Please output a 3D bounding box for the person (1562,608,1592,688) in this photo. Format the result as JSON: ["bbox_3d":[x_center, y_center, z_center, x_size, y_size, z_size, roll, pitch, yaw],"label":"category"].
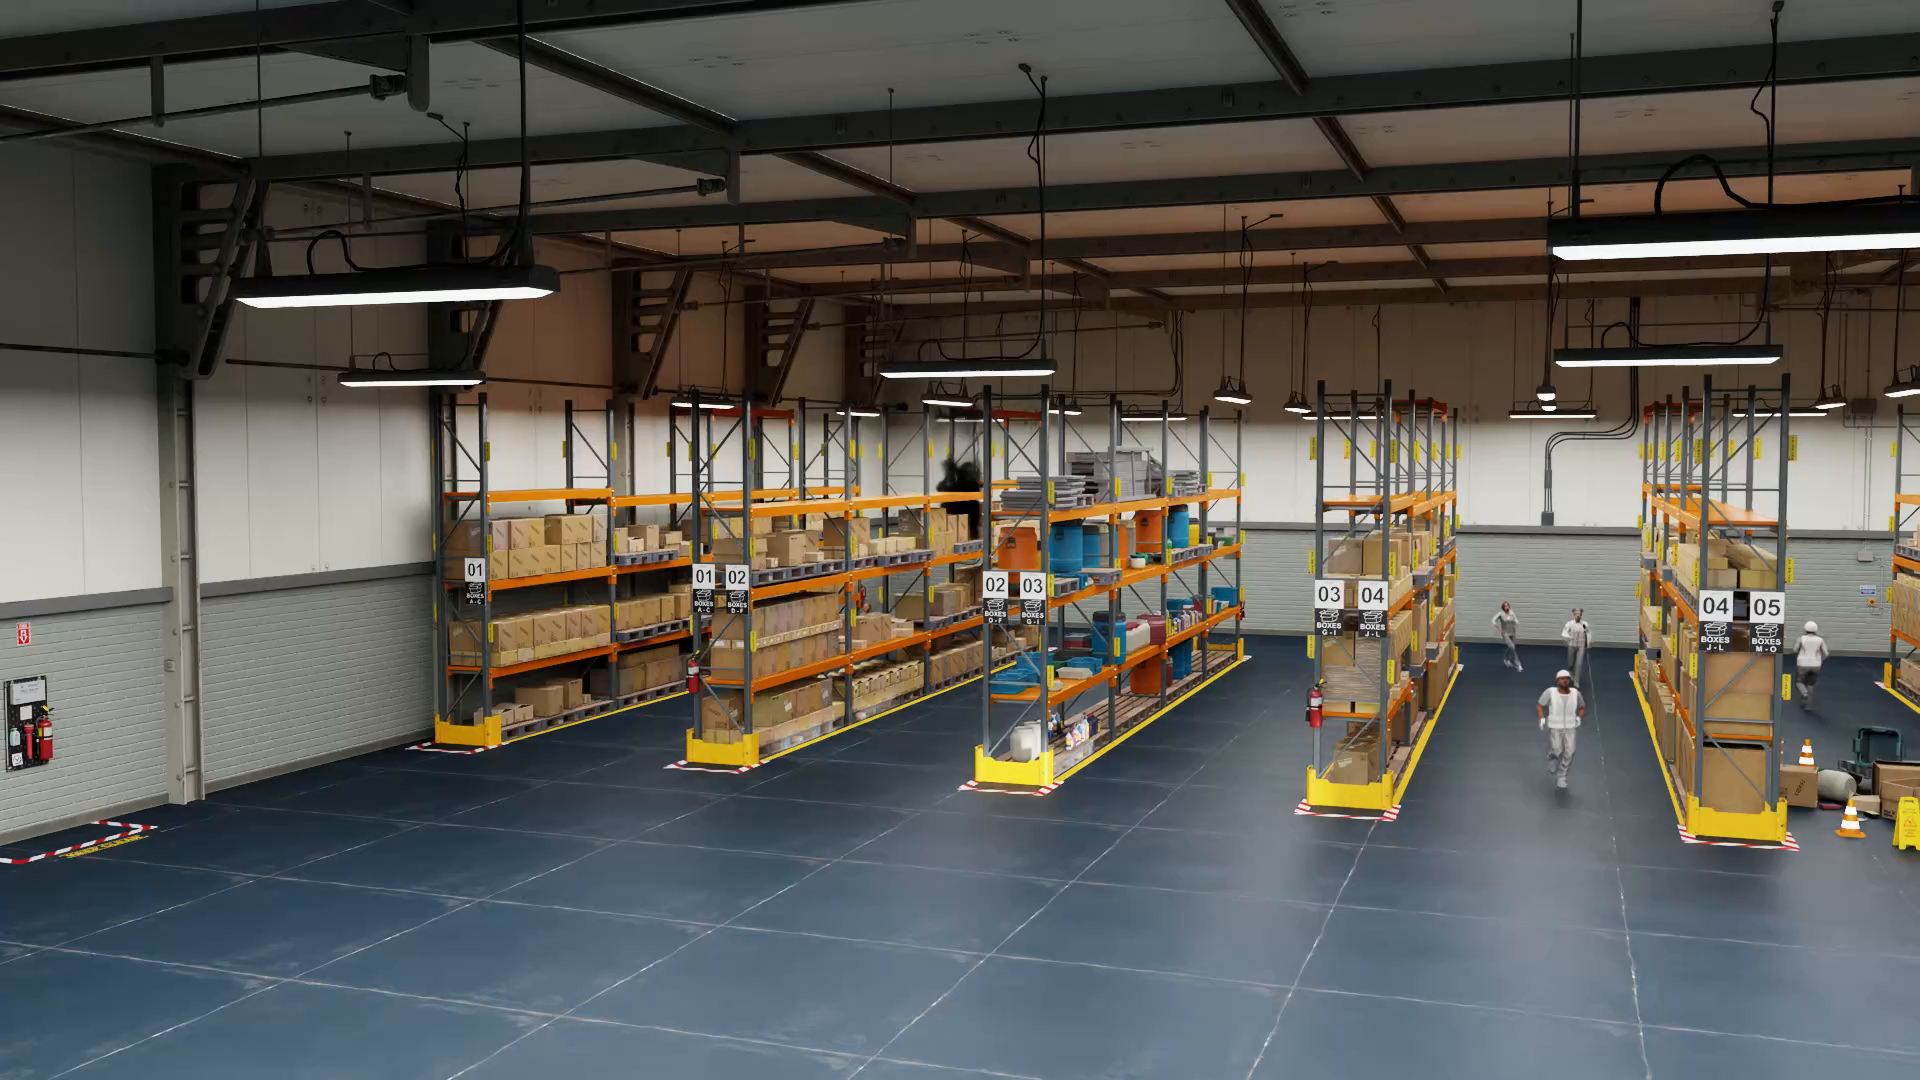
[{"bbox_3d":[13.125,2.268,35.378,0.620,1.671,0.836,1,3,18],"label":"person"}]

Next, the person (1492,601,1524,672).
[{"bbox_3d":[12.494,2.186,38.012,0.566,1.586,0.783,-1,3,-15],"label":"person"}]

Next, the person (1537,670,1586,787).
[{"bbox_3d":[9.037,2.818,24.956,0.699,1.744,0.596,0,3,7],"label":"person"}]

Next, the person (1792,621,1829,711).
[{"bbox_3d":[16.403,2.427,32.116,0.644,1.727,0.580,1,3,15],"label":"person"}]

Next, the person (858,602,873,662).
[{"bbox_3d":[-2.067,2.201,36.999,0.607,1.620,0.922,1,3,22],"label":"person"}]
